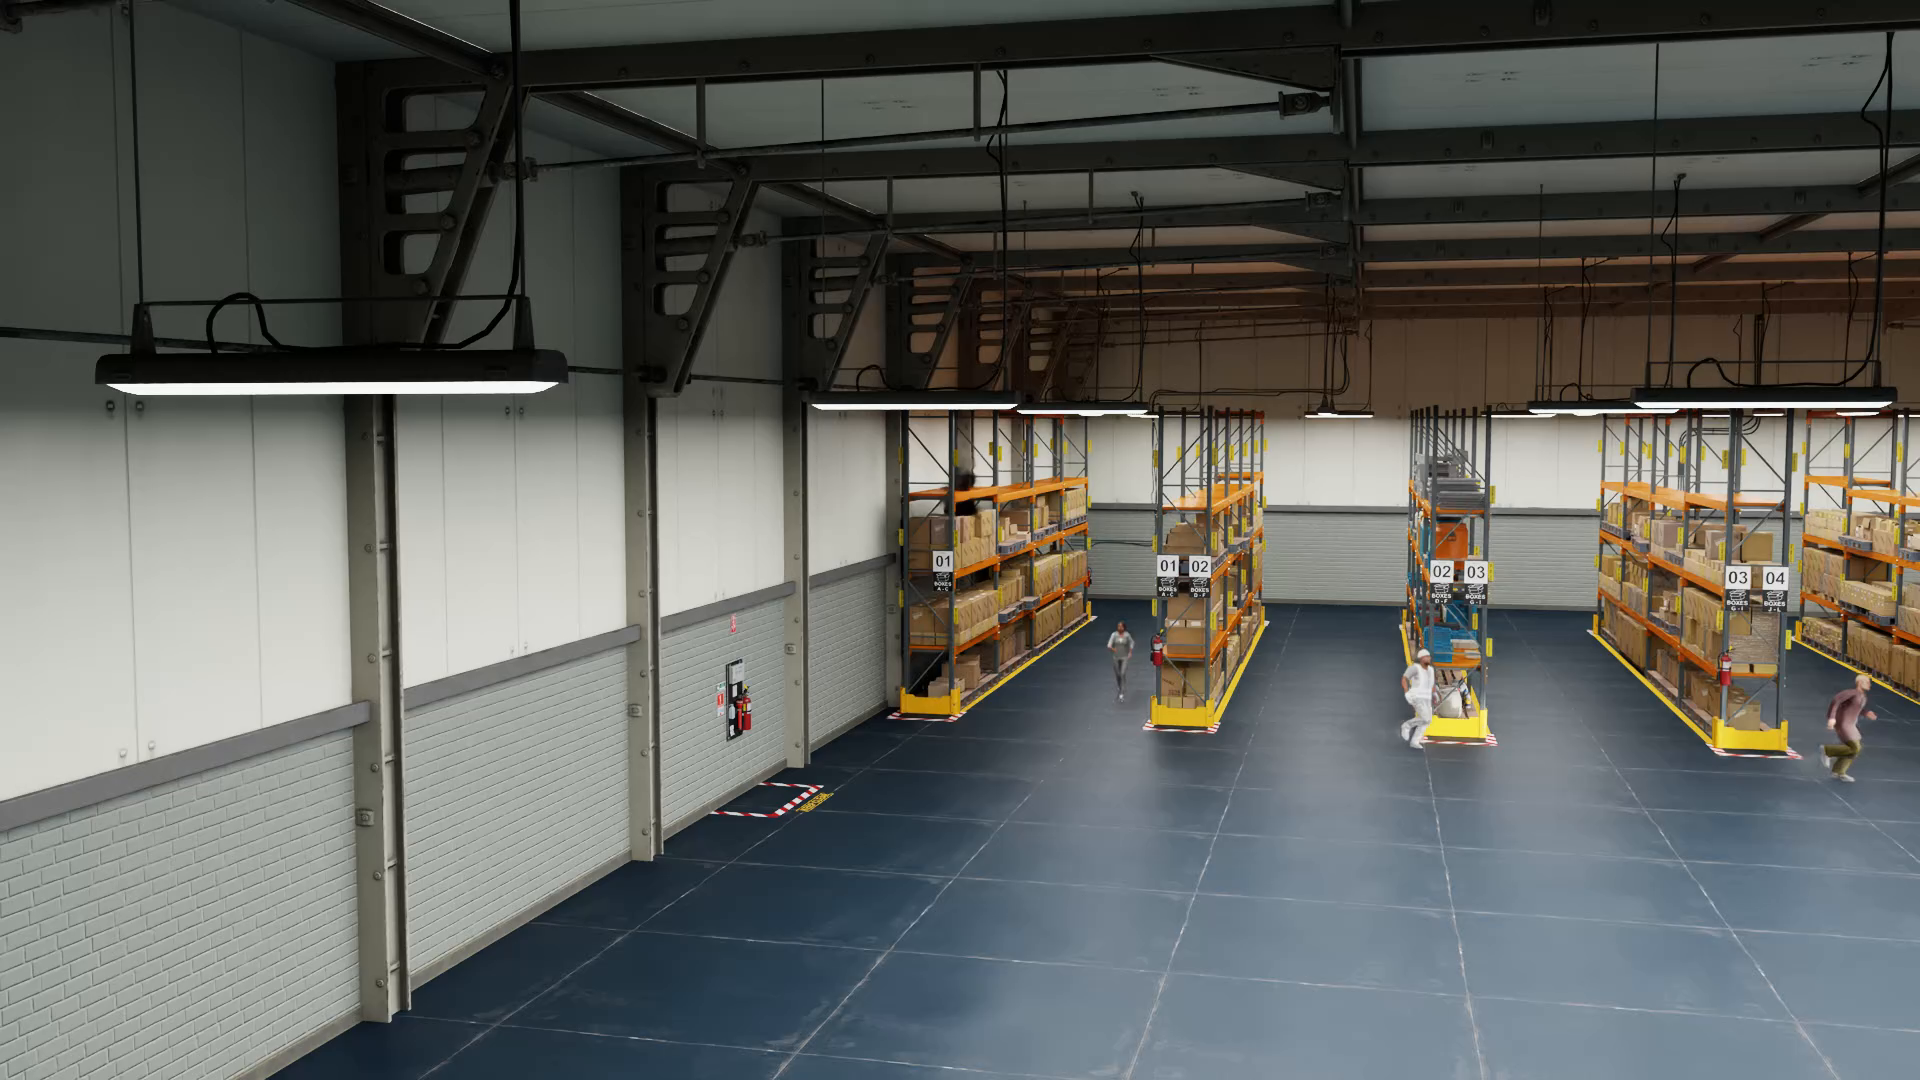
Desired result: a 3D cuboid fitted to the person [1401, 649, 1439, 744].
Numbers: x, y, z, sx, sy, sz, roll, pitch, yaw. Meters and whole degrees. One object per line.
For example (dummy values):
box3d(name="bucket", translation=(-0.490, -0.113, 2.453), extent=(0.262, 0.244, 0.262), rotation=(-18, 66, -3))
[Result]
box3d(name="person", translation=(8.130, 2.758, 29.147), extent=(0.732, 1.662, 0.499), rotation=(-3, 5, -34))

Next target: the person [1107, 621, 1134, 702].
box3d(name="person", translation=(3.302, 2.465, 34.246), extent=(0.534, 1.609, 0.819), rotation=(1, 4, 12))

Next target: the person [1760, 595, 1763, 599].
box3d(name="person", translation=(20.604, 1.739, 43.600), extent=(0.955, 1.721, 0.745), rotation=(-3, 5, -40))

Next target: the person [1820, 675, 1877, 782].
box3d(name="person", translation=(14.153, 2.986, 26.490), extent=(0.782, 1.711, 0.698), rotation=(4, 6, 42))
